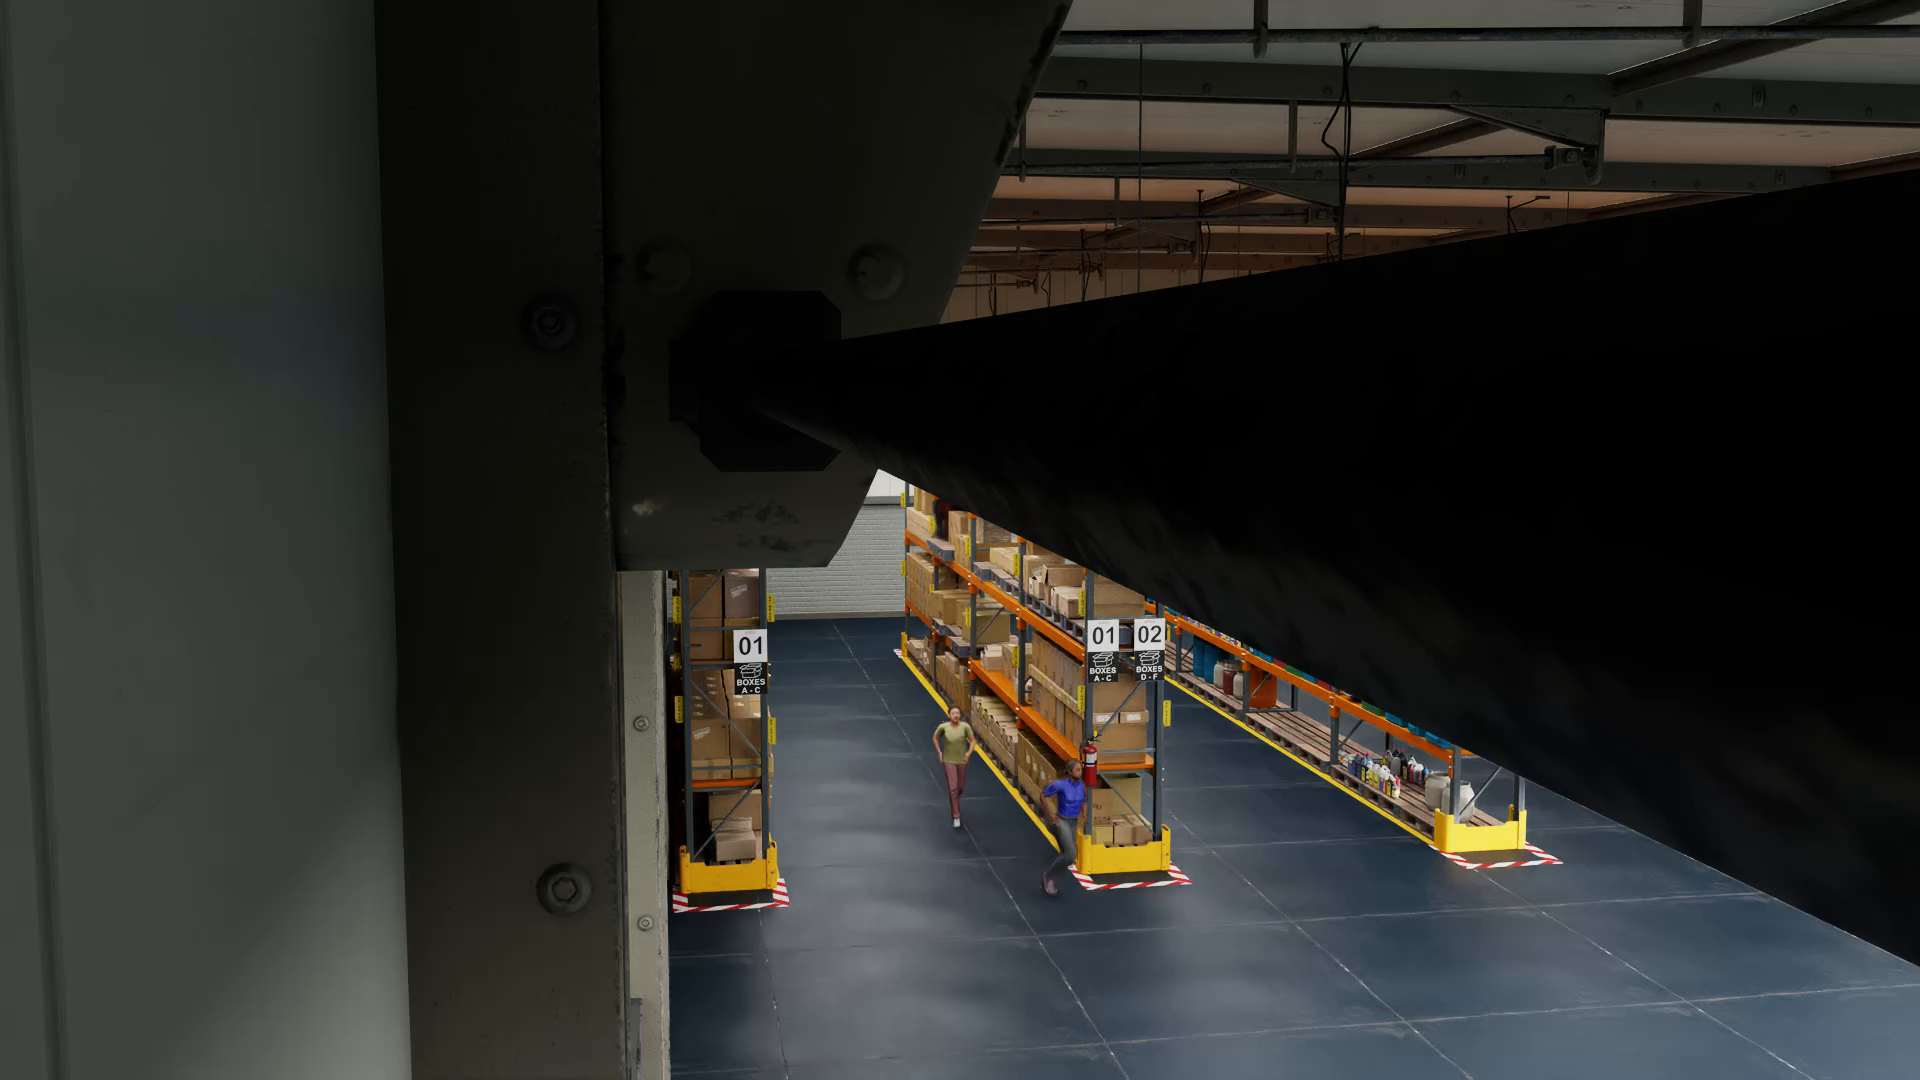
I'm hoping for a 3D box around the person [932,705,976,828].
[{"bbox_3d":[-0.078,3.109,23.254,0.591,1.667,0.850,-1,6,-10],"label":"person"}]

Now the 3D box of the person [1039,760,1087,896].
[{"bbox_3d":[1.284,3.500,20.030,0.589,1.509,0.613,5,8,42],"label":"person"}]
